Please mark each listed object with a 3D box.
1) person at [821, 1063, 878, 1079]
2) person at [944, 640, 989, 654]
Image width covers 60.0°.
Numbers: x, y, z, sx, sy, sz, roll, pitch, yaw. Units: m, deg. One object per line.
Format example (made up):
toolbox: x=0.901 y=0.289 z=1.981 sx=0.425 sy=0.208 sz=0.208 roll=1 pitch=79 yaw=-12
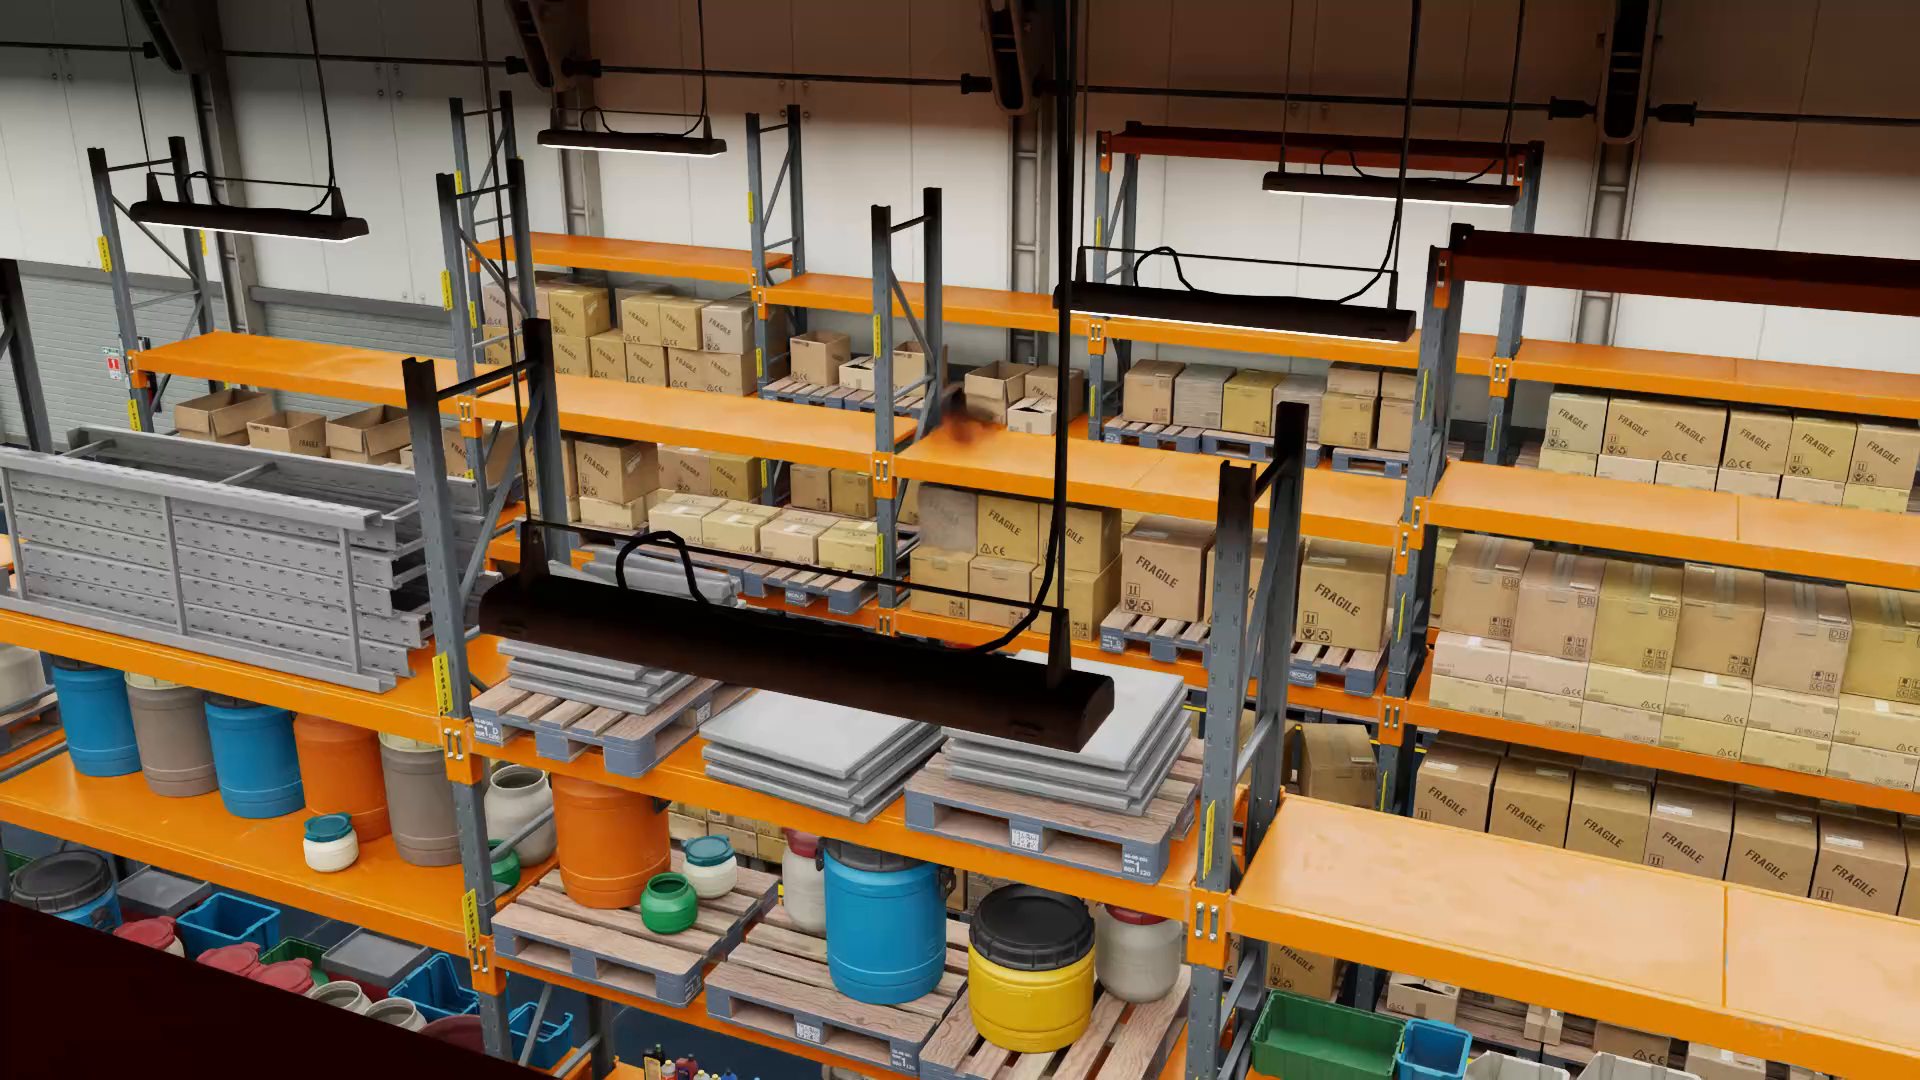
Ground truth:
person: x=-0.641 y=3.520 z=10.912 sx=0.496 sy=1.682 sz=0.511 roll=10 pitch=23 yaw=24
person: x=-0.031 y=1.261 z=16.848 sx=0.662 sy=1.803 sz=0.592 roll=-18 pitch=27 yaw=-40
